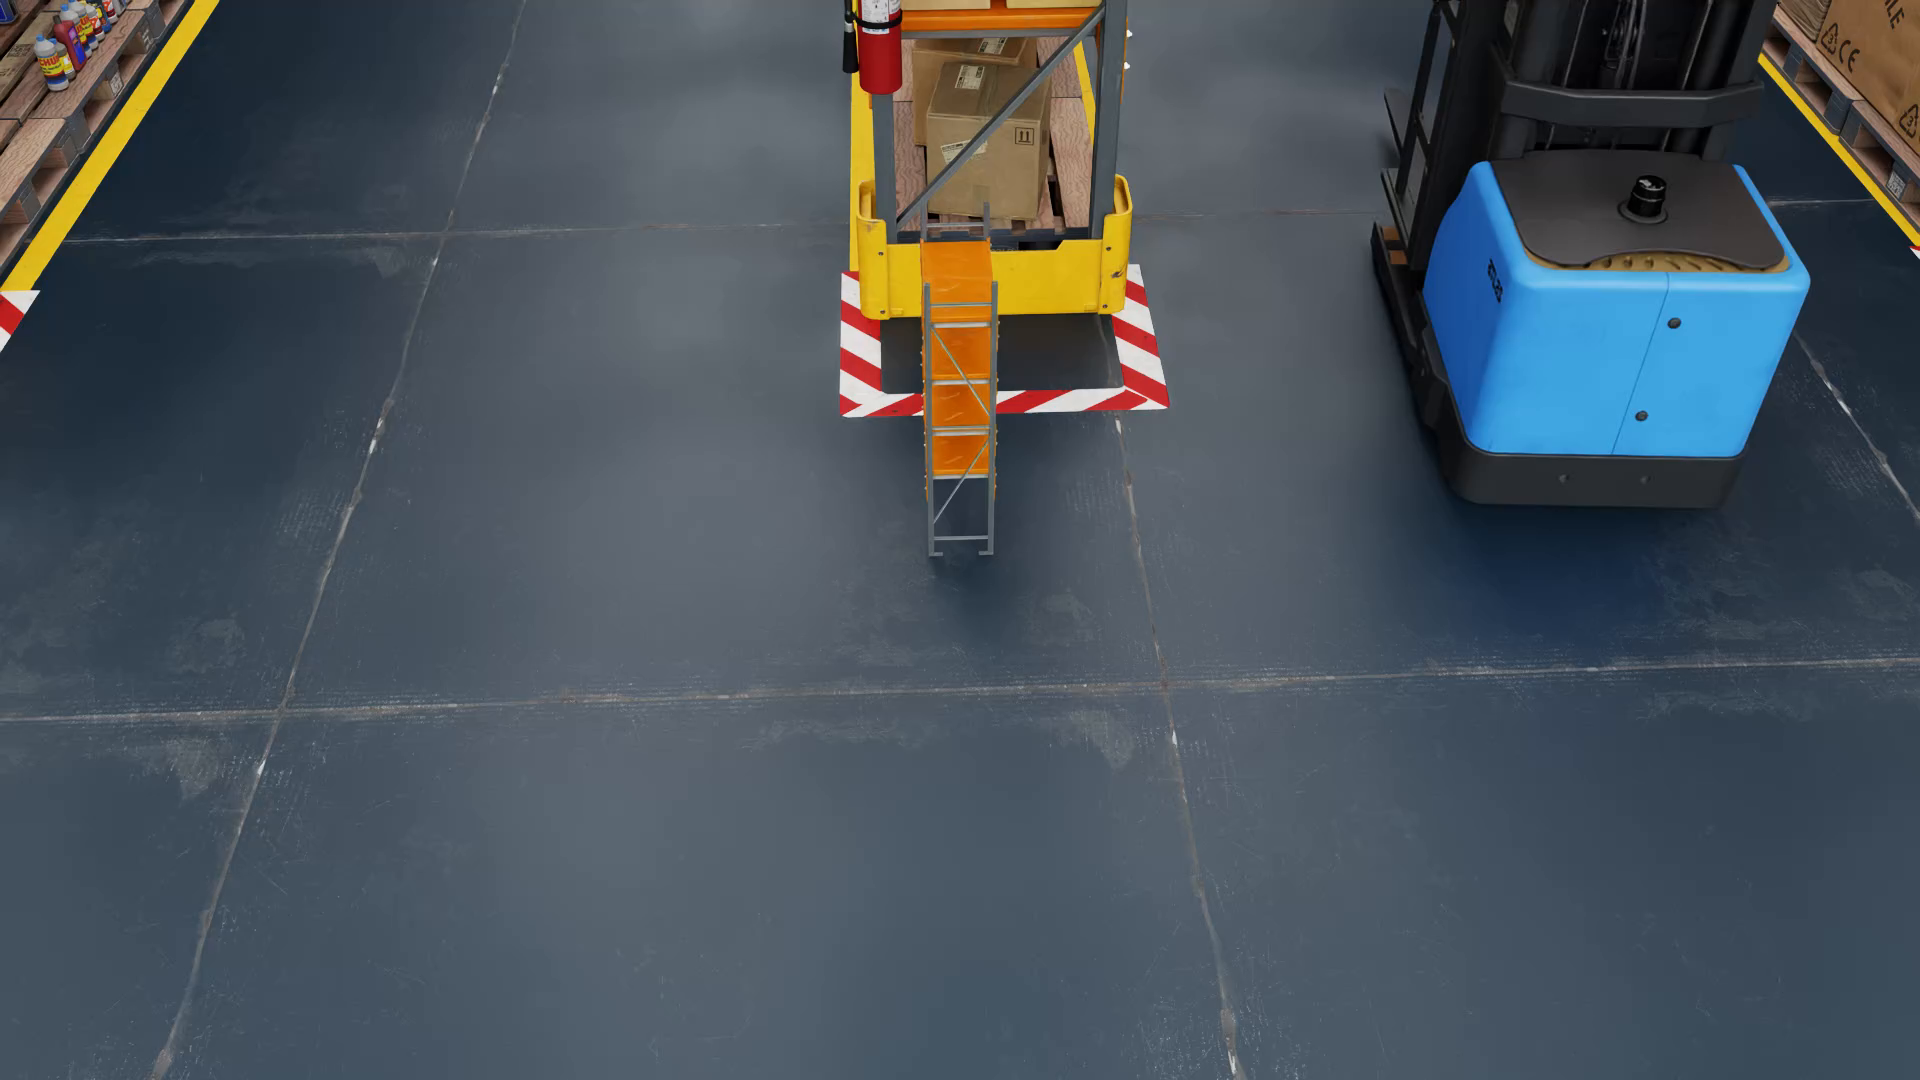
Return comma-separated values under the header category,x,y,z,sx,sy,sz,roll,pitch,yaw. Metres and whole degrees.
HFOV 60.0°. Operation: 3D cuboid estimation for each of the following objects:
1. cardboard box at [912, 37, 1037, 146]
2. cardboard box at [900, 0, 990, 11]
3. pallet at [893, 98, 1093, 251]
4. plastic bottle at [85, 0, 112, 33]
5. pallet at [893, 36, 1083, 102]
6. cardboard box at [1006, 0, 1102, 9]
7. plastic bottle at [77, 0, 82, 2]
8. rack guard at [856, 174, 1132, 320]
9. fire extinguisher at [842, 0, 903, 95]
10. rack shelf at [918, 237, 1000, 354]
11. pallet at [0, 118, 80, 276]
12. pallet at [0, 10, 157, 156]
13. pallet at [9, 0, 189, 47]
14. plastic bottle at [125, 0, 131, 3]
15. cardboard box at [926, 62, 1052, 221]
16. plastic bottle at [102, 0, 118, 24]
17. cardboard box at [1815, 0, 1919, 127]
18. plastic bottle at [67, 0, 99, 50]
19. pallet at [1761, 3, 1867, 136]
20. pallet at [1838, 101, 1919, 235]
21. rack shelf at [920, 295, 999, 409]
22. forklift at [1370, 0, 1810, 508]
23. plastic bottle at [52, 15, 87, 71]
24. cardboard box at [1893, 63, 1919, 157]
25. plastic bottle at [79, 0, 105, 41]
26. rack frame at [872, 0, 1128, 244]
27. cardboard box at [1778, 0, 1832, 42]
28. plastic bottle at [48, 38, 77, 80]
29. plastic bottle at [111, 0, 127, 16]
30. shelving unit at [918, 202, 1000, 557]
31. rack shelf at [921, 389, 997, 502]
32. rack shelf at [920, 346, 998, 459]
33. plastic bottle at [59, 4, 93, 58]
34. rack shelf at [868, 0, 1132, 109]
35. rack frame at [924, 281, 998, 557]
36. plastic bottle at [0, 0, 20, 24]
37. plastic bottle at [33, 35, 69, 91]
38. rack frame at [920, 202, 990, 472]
category,x,y,z,sx,sy,sz,roll,pitch,yaw
cardboard box,0.075,-2.212,7.983,0.500,0.500,0.500,9,43,9
cardboard box,-0.074,-2.248,6.669,0.380,0.149,0.250,-2,43,-2
pallet,0.142,-1.727,7.978,1.003,0.211,1.213,-2,43,-2
plastic bottle,-4.597,-2.837,8.819,0.097,0.271,0.097,0,43,0
pallet,0.094,-2.549,8.875,1.003,0.211,1.213,-2,43,-2
cardboard box,0.371,-2.261,6.683,0.380,0.149,0.250,-2,43,-2
plastic bottle,-4.740,-2.986,8.973,0.061,0.283,0.133,-2,43,-2
rack guard,0.142,-1.284,7.281,1.175,0.500,0.348,-2,43,-2
fire extinguisher,-0.311,-2.035,6.308,0.296,0.674,0.183,-2,43,-2
rack shelf,-0.007,-0.844,5.701,0.258,0.148,0.480,-2,43,-2
pallet,-4.883,-1.583,7.821,1.003,0.211,1.213,-2,43,-2
pallet,-4.932,-2.405,8.717,1.003,0.211,1.213,-2,43,-2
pallet,-4.987,-3.230,9.618,1.003,0.211,1.213,-2,43,-2
plastic bottle,-4.636,-3.124,9.073,0.144,0.351,0.185,-2,43,-2
cardboard box,0.135,-1.810,7.544,0.500,0.500,0.500,6,43,6
plastic bottle,-4.601,-2.880,8.918,0.097,0.201,0.097,0,43,0
cardboard box,4.970,-2.650,8.183,0.875,0.875,0.875,-2,43,-2
plastic bottle,-4.588,-2.701,8.670,0.097,0.271,0.097,0,43,0
pallet,4.944,-2.560,8.886,1.003,0.211,1.213,-2,43,-2
pallet,4.992,-1.738,7.990,1.003,0.211,1.213,-2,43,-2
rack shelf,-0.007,-0.669,5.861,0.258,0.148,0.480,-2,43,-2
forklift,2.446,-2.177,6.456,1.130,2.935,3.031,1,43,1
plastic bottle,-4.561,-2.559,8.507,0.061,0.283,0.133,-1,43,-1
cardboard box,5.010,-2.056,7.535,0.875,0.875,0.875,-1,43,-2
plastic bottle,-4.592,-2.742,8.767,0.097,0.201,0.097,0,43,0
rack frame,0.145,-2.154,6.381,1.000,3.000,0.127,-2,43,-2
cardboard box,4.934,-3.266,8.854,0.875,0.875,0.875,-1,43,-1
plastic bottle,-4.574,-2.446,8.444,0.097,0.201,0.097,0,43,0
plastic bottle,-4.633,-2.987,8.979,0.152,0.276,0.135,-1,43,-1
shelving unit,-0.007,-0.554,5.966,0.258,1.200,0.503,-2,43,-2
rack shelf,-0.007,-0.358,6.146,0.258,0.148,0.480,-2,43,-2
rack shelf,-0.007,-0.504,6.012,0.258,0.148,0.480,-2,43,-2
plastic bottle,-4.584,-2.633,8.596,0.097,0.271,0.097,0,43,0
rack shelf,0.060,-3.239,8.097,1.077,0.370,4.000,-2,43,-2
rack frame,0.003,-0.389,5.787,0.240,1.200,0.015,-2,43,-2
plastic bottle,-5.181,-2.921,8.907,0.152,0.276,0.135,-2,43,-2
plastic bottle,-4.569,-2.402,8.344,0.097,0.271,0.097,0,43,0
rack frame,-0.017,-0.719,6.146,0.240,1.200,0.015,-2,43,-2
